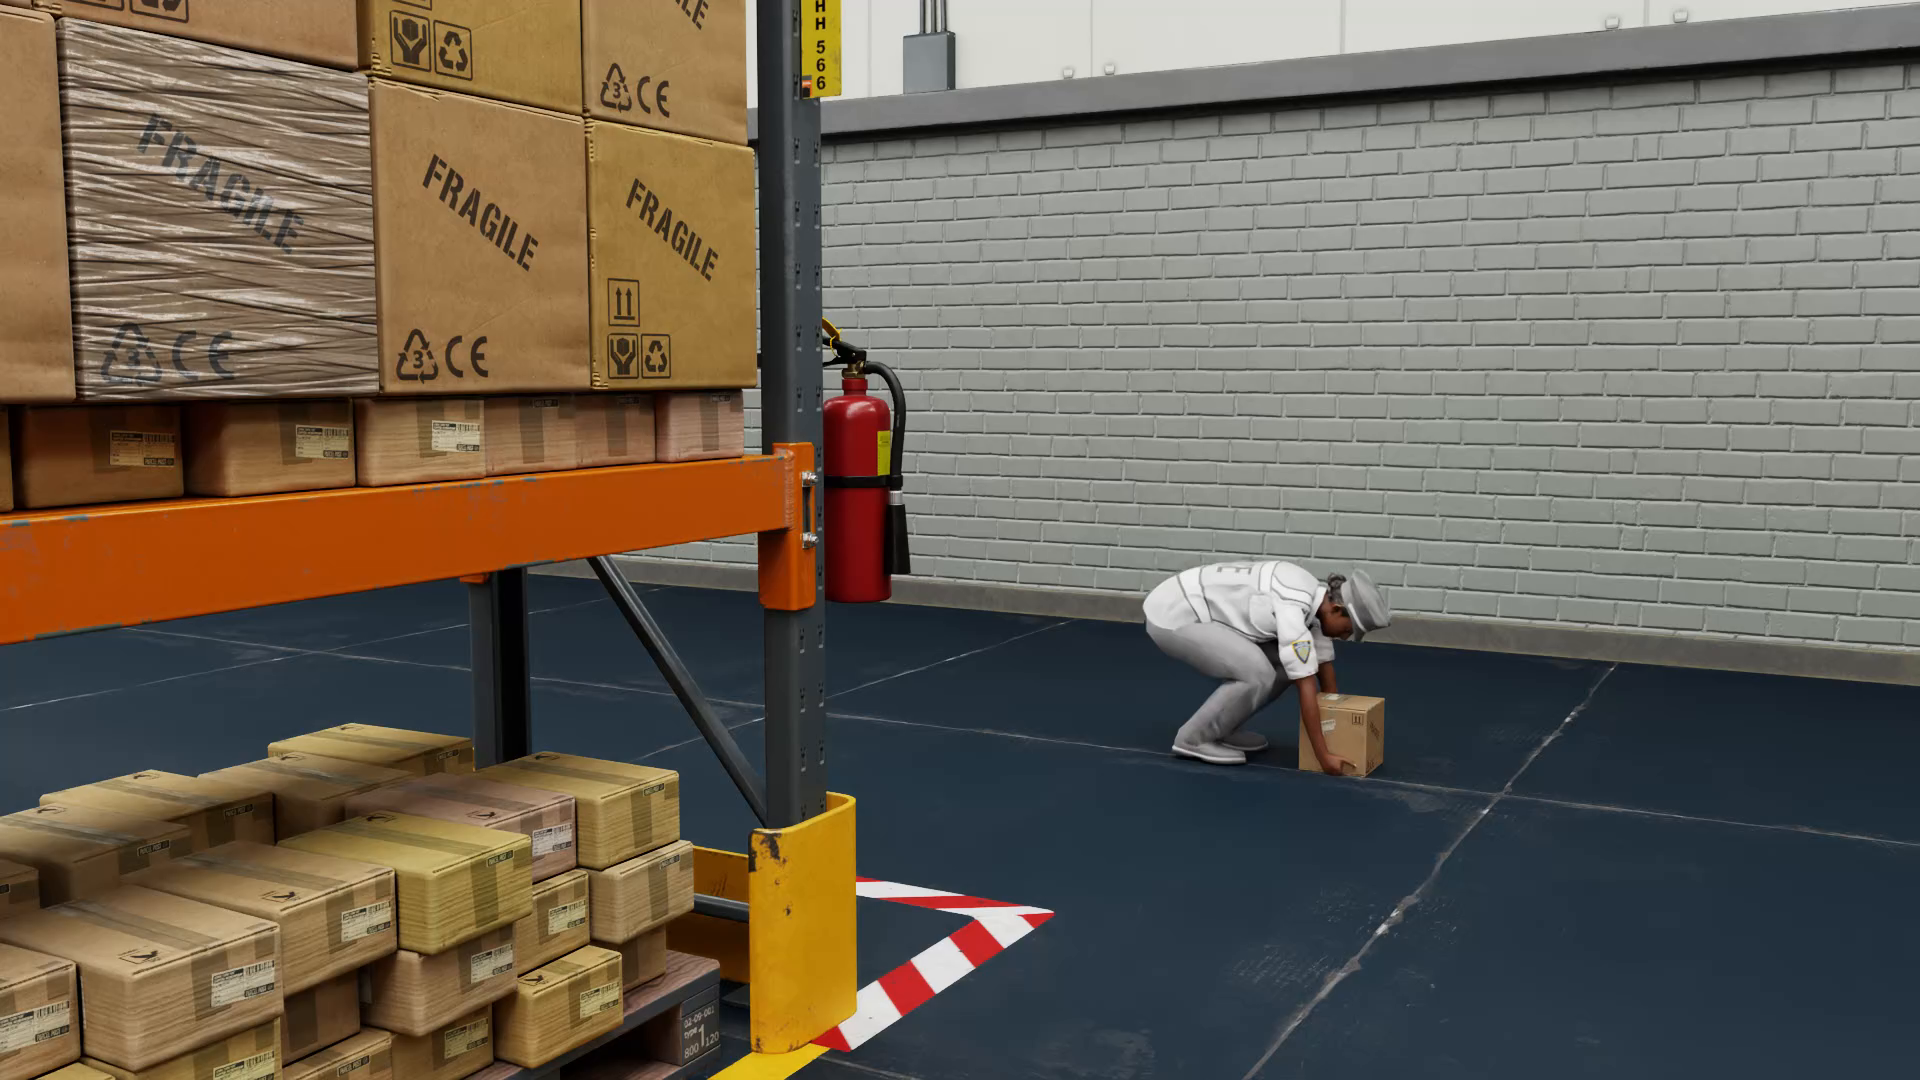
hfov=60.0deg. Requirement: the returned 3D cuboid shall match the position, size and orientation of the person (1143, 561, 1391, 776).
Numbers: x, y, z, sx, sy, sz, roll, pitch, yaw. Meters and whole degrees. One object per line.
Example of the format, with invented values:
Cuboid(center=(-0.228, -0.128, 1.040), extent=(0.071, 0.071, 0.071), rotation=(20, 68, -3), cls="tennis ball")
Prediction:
Cuboid(center=(1.159, 0.467, 6.324), extent=(0.927, 0.776, 0.460), rotation=(3, 7, 27), cls="person")
